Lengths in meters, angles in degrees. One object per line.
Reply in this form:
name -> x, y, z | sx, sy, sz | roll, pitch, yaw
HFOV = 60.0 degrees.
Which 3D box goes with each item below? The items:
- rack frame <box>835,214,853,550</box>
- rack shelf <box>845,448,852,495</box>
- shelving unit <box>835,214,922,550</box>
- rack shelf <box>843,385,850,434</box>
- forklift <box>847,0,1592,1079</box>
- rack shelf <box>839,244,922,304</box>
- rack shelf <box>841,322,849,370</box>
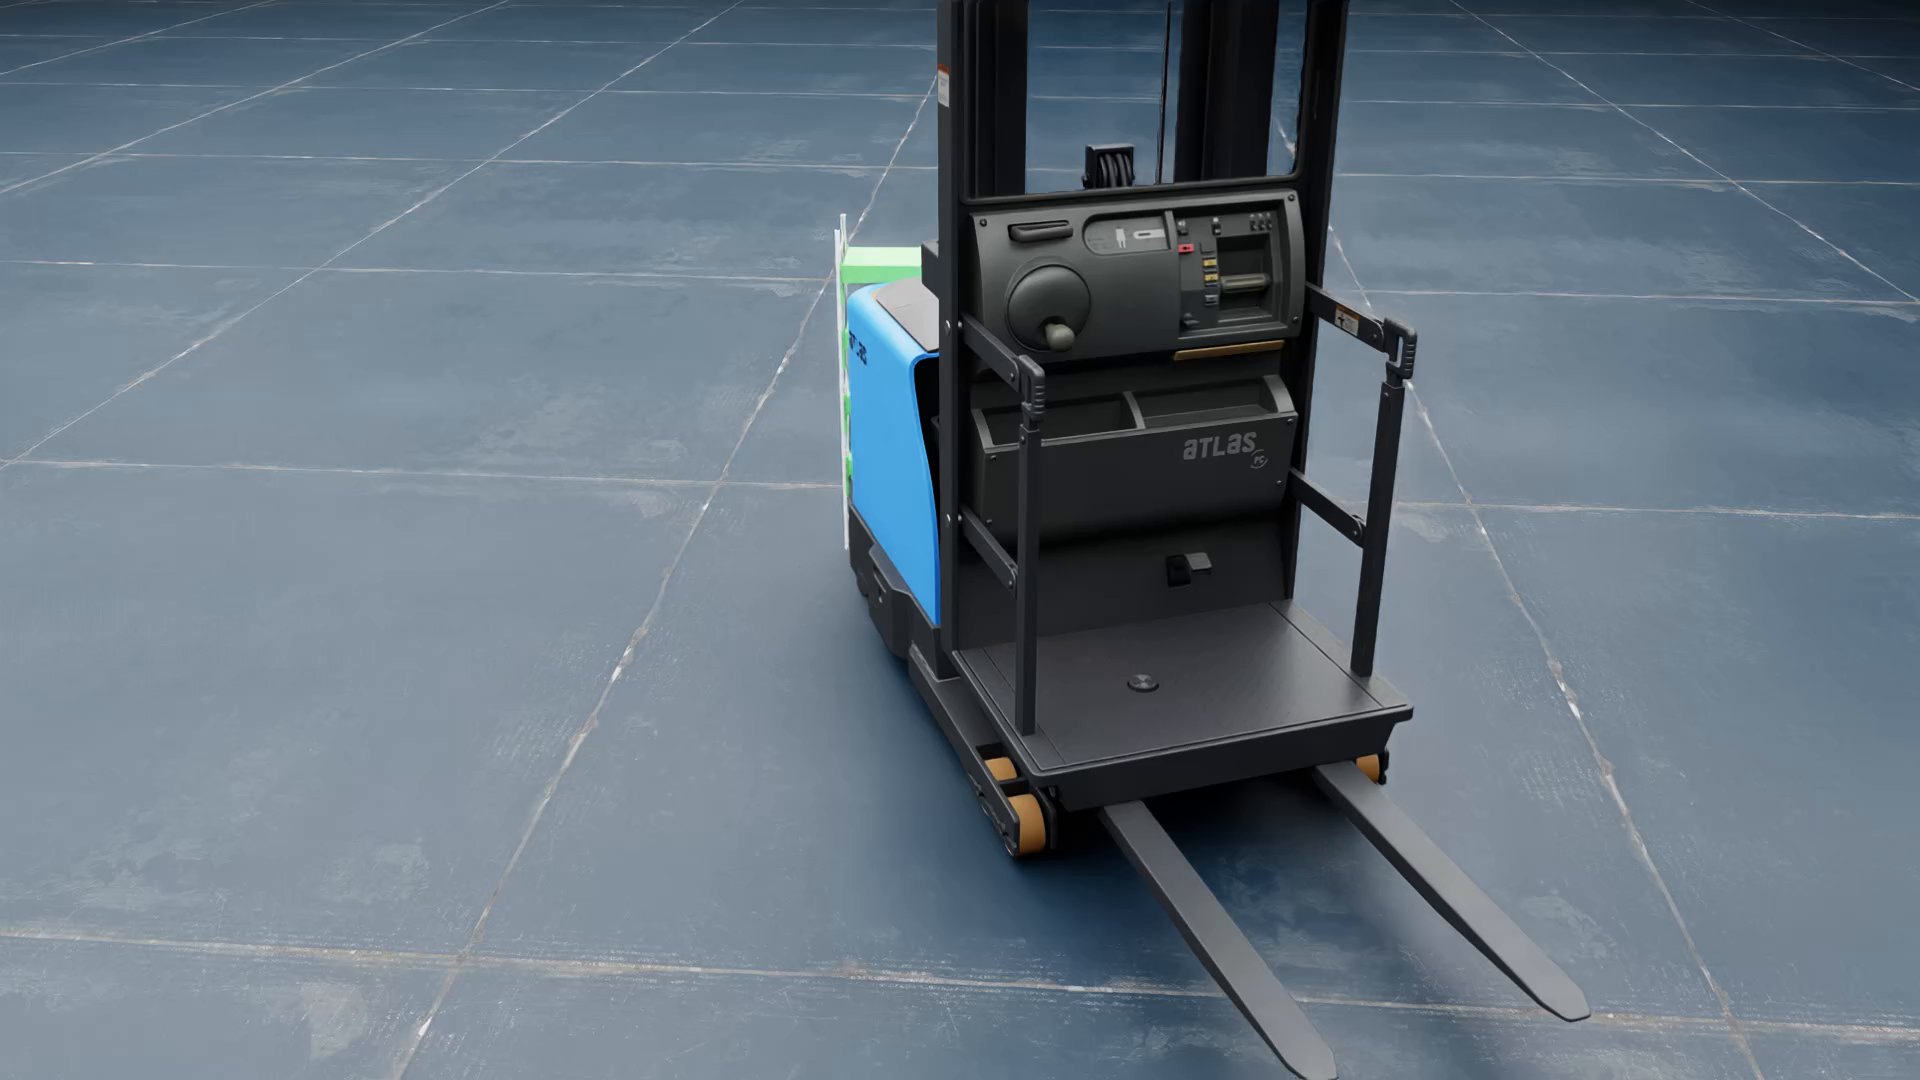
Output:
rack frame -> -0.417, -0.560, 6.031 | 0.015, 1.200, 0.240 | 1, 25, 1
rack shelf -> -0.173, -0.281, 6.152 | 0.480, 0.148, 0.258 | 1, 25, 1
shelving unit -> -0.173, -0.557, 6.025 | 0.503, 1.200, 0.258 | 1, 25, 1
rack shelf -> -0.173, -0.499, 6.052 | 0.480, 0.148, 0.258 | 1, 25, 1
forklift -> 0.554, -0.679, 4.220 | 1.130, 2.935, 3.031 | -8, 26, -16
rack shelf -> -0.173, -0.935, 5.851 | 0.480, 0.148, 0.258 | 1, 25, 1
rack shelf -> -0.173, -0.717, 5.952 | 0.480, 0.148, 0.258 | 1, 25, 1
